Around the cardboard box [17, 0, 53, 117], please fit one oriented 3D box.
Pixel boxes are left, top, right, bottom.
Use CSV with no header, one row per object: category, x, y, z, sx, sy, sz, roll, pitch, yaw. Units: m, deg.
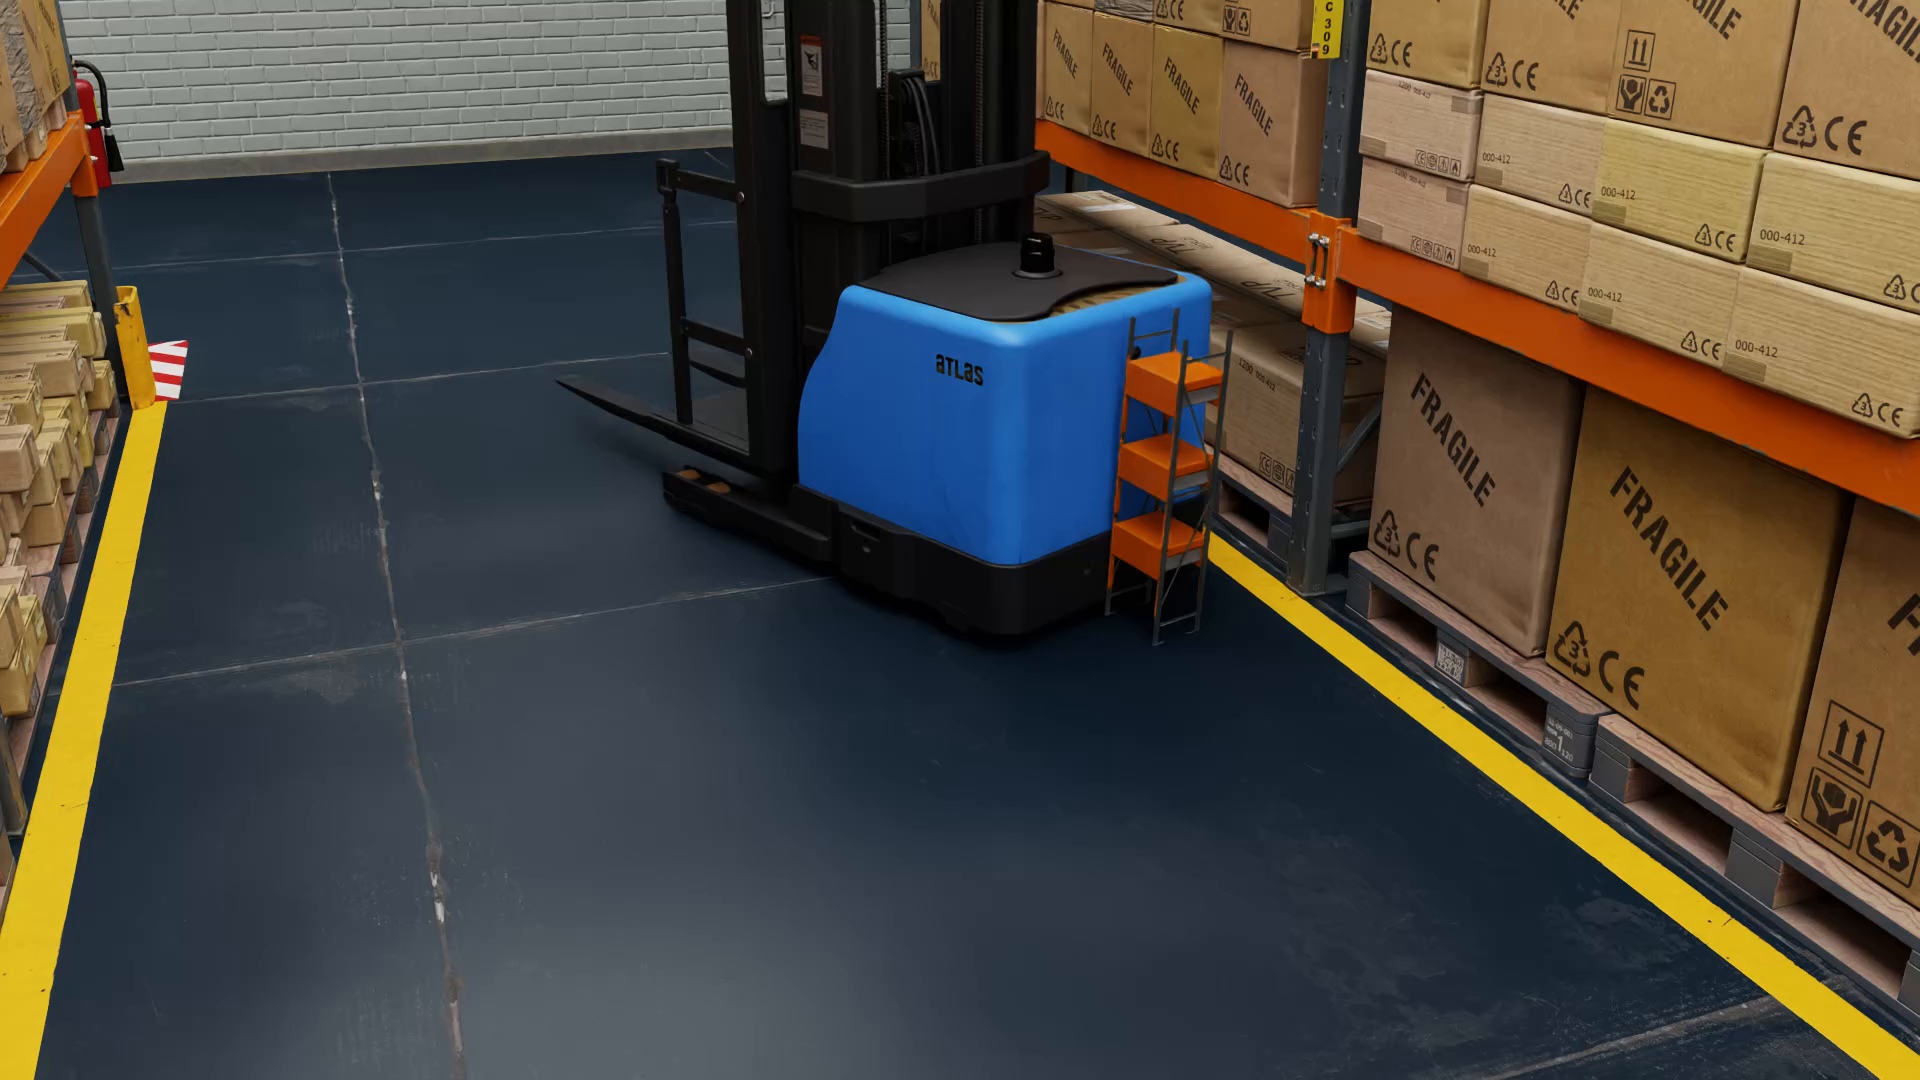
cardboard box,-3.797,-1.870,6.314,0.500,0.500,0.500,-9,24,-20

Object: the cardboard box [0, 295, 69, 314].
cardboard box,-3.914,-0.900,6.888,0.380,0.149,0.250,-8,24,-18

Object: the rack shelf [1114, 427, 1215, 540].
rack shelf,0.660,-0.183,5.341,0.215,0.259,0.240,-15,31,-32

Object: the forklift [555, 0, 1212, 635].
forklift,-0.515,-1.527,6.099,1.130,2.935,3.031,-20,30,-39

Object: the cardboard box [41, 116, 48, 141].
cardboard box,-3.838,-1.623,6.562,0.380,0.149,0.250,-9,24,-20

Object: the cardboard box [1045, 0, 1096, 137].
cardboard box,0.683,-2.004,7.014,0.500,0.500,0.500,-8,24,-17

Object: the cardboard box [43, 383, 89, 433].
cardboard box,-3.540,-0.492,6.303,0.380,0.149,0.250,-8,24,-18

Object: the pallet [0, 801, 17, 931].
pallet,-2.684,1.018,3.563,1.003,0.211,1.213,-8,24,-19

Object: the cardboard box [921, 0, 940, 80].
cardboard box,0.123,-2.551,8.312,0.500,0.500,0.500,-9,24,-19

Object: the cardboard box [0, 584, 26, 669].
cardboard box,-2.789,0.258,4.523,0.380,0.149,0.250,-7,24,-17

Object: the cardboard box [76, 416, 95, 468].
cardboard box,-3.546,-0.361,6.374,0.380,0.149,0.250,-9,25,-21

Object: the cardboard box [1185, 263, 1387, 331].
cardboard box,1.197,-0.846,7.154,0.875,0.438,0.875,-9,25,-21

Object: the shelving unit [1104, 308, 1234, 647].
shelving unit,0.660,-0.193,5.336,0.215,1.050,0.252,-15,31,-32

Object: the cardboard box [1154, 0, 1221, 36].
cardboard box,1.038,-2.091,5.934,0.500,0.500,0.500,-9,24,-20

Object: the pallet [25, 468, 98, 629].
pallet,-3.666,0.052,5.854,1.003,0.211,1.213,-8,24,-19

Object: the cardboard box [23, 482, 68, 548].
cardboard box,-3.285,-0.072,5.688,0.380,0.149,0.250,-9,24,-20

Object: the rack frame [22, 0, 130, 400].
rack frame,-4.373,-2.003,7.140,1.000,3.000,0.127,-8,24,-19

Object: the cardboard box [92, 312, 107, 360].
cardboard box,-3.920,-0.867,7.193,0.380,0.149,0.250,-9,24,-20

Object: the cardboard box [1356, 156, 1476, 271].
cardboard box,1.543,-1.000,4.954,0.500,0.250,0.500,-9,24,-20

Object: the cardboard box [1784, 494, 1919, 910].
cardboard box,2.570,0.386,3.666,0.875,0.875,0.875,-8,24,-18

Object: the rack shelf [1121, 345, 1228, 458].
rack shelf,0.671,-0.438,5.216,0.215,0.259,0.240,-15,31,-32

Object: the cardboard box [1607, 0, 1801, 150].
cardboard box,1.902,-1.209,3.841,0.500,0.500,0.500,-9,24,-20

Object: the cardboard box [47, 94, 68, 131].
cardboard box,-3.994,-1.808,7.000,0.380,0.149,0.250,-8,24,-19

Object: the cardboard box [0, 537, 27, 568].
cardboard box,-3.155,0.129,5.212,0.380,0.149,0.250,-9,24,-20

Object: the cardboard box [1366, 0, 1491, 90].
cardboard box,1.521,-1.573,4.704,0.500,0.500,0.500,-8,24,-18

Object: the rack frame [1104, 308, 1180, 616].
rack frame,0.590,-0.239,5.424,0.200,1.050,0.008,-15,31,-32

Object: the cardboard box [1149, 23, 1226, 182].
cardboard box,1.045,-1.631,6.129,0.500,0.500,0.500,-9,24,-20

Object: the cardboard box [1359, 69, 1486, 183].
cardboard box,1.526,-1.228,4.851,0.500,0.250,0.500,-9,24,-21

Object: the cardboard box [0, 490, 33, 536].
cardboard box,-3.250,-0.107,5.389,0.380,0.149,0.250,-7,24,-17

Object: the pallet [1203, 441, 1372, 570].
pallet,1.439,-0.268,6.613,1.003,0.211,1.213,-8,24,-19

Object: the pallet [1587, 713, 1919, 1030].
pallet,2.413,0.734,4.238,1.003,0.211,1.213,-8,24,-19

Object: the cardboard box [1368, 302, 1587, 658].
cardboard box,1.929,-0.266,5.213,0.875,0.875,0.875,-8,24,-17

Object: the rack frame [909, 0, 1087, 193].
rack frame,0.222,-2.719,8.839,1.000,3.000,0.127,-8,24,-19

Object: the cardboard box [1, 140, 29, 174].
cardboard box,-3.661,-1.434,6.113,0.380,0.149,0.250,-9,25,-21

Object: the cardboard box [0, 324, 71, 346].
cardboard box,-3.672,-0.721,6.462,0.380,0.149,0.250,-9,25,-21

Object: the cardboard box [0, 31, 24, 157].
cardboard box,-3.442,-1.505,5.447,0.500,0.500,0.500,-7,24,-16

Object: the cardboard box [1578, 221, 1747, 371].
cardboard box,1.894,-0.624,4.062,0.500,0.250,0.500,-9,24,-19

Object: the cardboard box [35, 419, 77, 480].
cardboard box,-3.343,-0.300,5.847,0.380,0.149,0.250,-8,24,-18

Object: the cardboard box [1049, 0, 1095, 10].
cardboard box,0.680,-2.458,6.804,0.500,0.500,0.500,-8,24,-19

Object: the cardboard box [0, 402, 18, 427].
cardboard box,-3.366,-0.333,5.543,0.380,0.149,0.250,-9,25,-21

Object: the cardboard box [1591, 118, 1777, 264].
cardboard box,1.890,-0.856,3.967,0.500,0.250,0.500,-8,24,-18

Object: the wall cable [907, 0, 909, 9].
wall cable,-0.469,-5.431,13.967,0.588,1.984,0.122,-8,24,-19

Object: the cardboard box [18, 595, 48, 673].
cardboard box,-2.882,0.298,4.812,0.380,0.149,0.250,-8,24,-17

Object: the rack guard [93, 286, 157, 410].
rack guard,-4.347,-0.824,7.560,1.175,0.500,0.348,-8,24,-19

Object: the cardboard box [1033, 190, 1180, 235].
cardboard box,0.548,-1.506,8.718,0.875,0.438,0.875,-9,25,-21

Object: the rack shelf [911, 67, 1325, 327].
rack shelf,0.928,-1.661,7.254,1.077,0.370,4.000,-8,24,-19

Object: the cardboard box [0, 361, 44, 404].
cardboard box,-3.535,-0.520,5.985,0.380,0.149,0.250,-9,25,-21
